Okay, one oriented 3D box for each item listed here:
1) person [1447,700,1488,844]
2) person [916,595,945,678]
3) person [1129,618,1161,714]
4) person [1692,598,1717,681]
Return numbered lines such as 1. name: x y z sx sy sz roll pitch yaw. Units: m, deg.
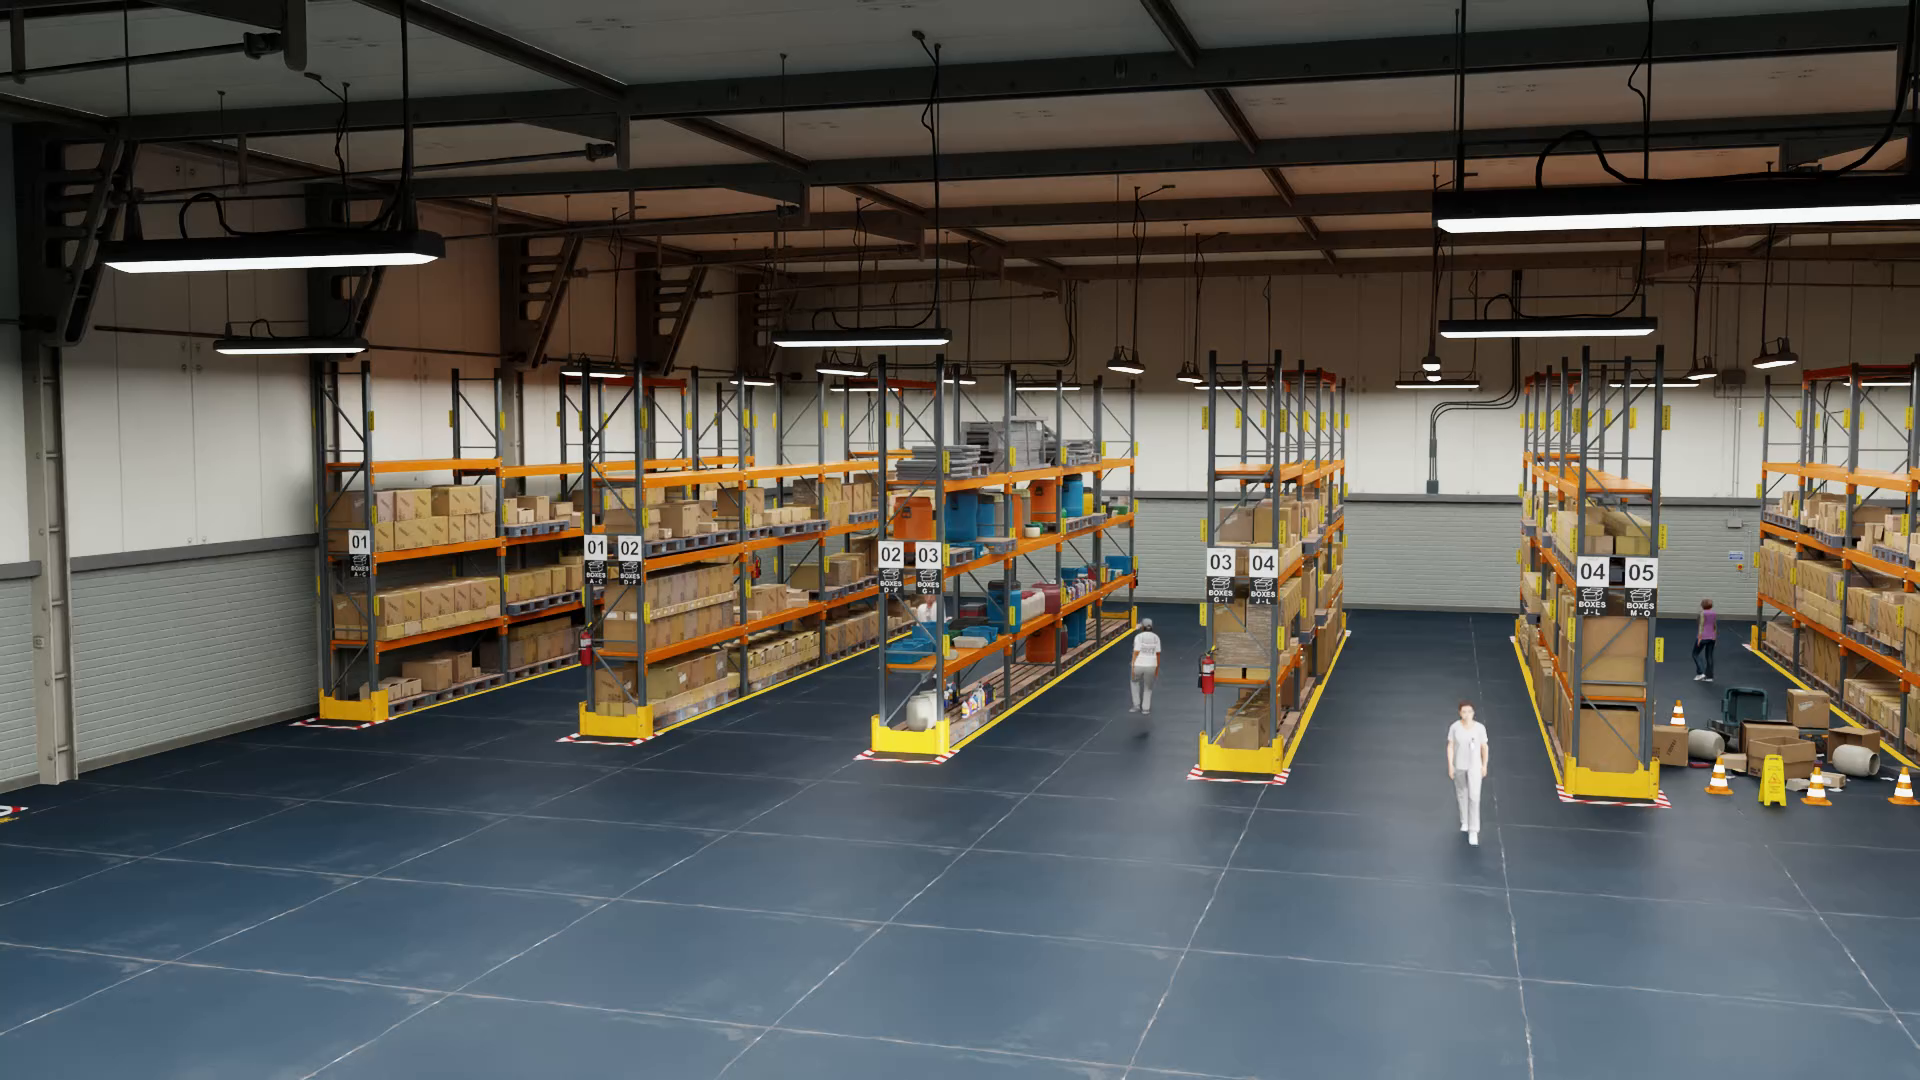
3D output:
1. person: 6.060 2.737 19.926 0.459 1.633 0.905 2 5 28
2. person: -0.600 1.841 31.795 0.636 1.717 1.123 1 4 12
3. person: 3.003 2.060 26.978 0.506 1.581 0.676 0 4 7
4. person: 14.356 1.927 31.982 0.446 1.612 0.372 -1 4 -18
